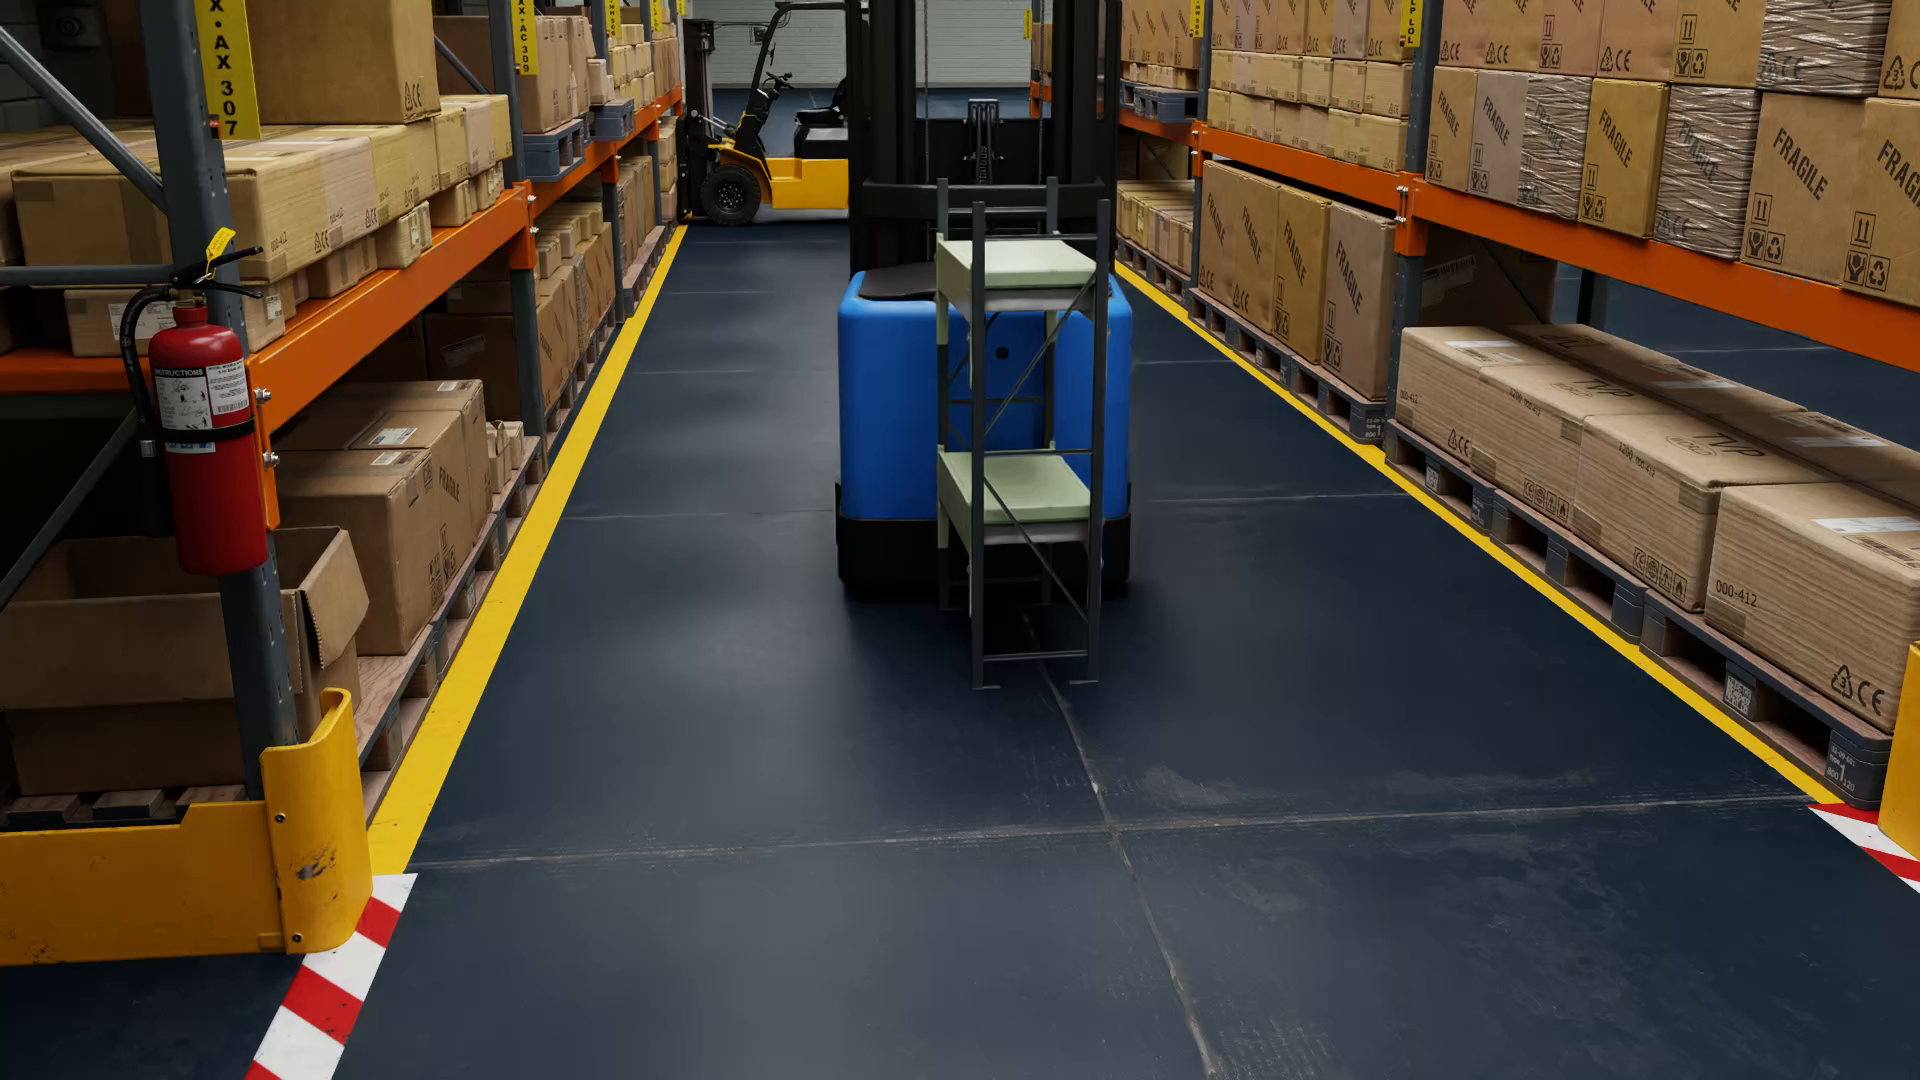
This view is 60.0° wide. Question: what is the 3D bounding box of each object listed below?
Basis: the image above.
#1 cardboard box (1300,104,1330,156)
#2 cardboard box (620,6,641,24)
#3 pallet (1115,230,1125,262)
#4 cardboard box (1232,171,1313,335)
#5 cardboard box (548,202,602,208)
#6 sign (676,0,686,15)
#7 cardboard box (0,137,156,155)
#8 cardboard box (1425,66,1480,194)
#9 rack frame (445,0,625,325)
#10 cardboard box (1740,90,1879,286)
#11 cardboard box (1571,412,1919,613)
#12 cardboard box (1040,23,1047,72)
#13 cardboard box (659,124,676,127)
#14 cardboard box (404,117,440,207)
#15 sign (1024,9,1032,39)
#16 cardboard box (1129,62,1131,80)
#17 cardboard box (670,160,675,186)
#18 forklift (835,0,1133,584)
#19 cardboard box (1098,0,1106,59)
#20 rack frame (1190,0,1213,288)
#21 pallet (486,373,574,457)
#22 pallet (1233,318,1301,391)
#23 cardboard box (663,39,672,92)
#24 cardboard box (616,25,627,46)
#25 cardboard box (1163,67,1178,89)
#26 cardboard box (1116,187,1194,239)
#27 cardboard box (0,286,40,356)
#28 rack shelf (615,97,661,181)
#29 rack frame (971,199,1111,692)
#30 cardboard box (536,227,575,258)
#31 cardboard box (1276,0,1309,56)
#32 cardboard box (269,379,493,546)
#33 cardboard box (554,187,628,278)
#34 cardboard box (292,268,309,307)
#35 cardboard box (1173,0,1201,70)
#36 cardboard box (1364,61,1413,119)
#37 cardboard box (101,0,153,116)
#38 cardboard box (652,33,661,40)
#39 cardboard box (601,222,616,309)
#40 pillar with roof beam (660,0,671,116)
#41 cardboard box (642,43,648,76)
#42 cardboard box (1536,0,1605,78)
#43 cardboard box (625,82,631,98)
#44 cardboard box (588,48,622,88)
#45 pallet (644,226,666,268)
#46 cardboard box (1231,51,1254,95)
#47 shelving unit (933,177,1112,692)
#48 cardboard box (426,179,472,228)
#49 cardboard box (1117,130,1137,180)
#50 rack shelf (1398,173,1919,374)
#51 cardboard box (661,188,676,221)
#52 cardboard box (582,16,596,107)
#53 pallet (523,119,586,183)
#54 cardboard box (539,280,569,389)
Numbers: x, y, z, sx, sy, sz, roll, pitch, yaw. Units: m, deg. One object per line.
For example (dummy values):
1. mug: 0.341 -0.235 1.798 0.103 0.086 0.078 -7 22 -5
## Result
1. cardboard box: 2.168 -2.221 8.993 0.500 0.250 0.500 -2 18 -7
2. cardboard box: -2.950 -4.696 14.881 0.380 0.149 0.250 -1 17 -5
3. pallet: 1.806 -2.685 14.877 1.003 0.211 1.213 -2 18 -6
4. cardboard box: 2.214 -1.768 10.146 0.875 0.875 0.875 -2 17 -5
5. cardboard box: -2.497 -2.079 10.680 0.380 0.149 0.250 -3 18 -8
6. sign: -3.084 -5.963 18.333 0.100 0.325 0.005 -2 18 -6
7. cardboard box: -2.338 -0.870 4.195 0.500 0.250 0.500 -2 18 -5
8. cardboard box: 2.338 -1.763 7.120 0.500 0.500 0.500 -1 17 -4
9. rack frame: -2.800 -2.901 10.910 1.000 3.000 0.127 -2 18 -6
10. cardboard box: 2.612 -1.005 4.704 0.500 0.500 0.500 -2 18 -7
11. cardboard box: 2.692 -0.116 5.615 0.875 0.438 0.875 -1 17 -4
12. cardboard box: 1.142 -5.325 17.966 0.500 0.500 0.500 -1 17 -4
13. cardboard box: -3.102 -4.069 16.851 0.500 0.250 0.500 -2 18 -7
14. cardboard box: -1.935 -1.184 5.195 0.500 0.250 0.500 -2 18 -7
15. sign: 0.772 -5.835 18.810 0.100 0.325 0.005 -2 18 -6
16. cardboard box: 1.598 -3.845 13.634 0.380 0.149 0.250 -2 18 -5
17. cardboard box: -3.009 -3.523 15.947 0.500 0.250 0.500 -2 18 -6
18. forklift: 0.093 -1.625 6.959 1.130 2.935 3.031 0 17 0
19. cardboard box: 1.488 -4.489 14.602 0.500 0.500 0.500 -1 17 -4
20. rack frame: 2.137 -3.055 11.402 1.000 3.000 0.127 -2 18 -6
21. pallet: -2.509 -0.620 8.299 1.003 0.211 1.213 -2 18 -6
22. pallet: 2.266 -1.125 9.909 1.003 0.211 1.213 -2 18 -6
23. cardboard box: -3.153 -4.737 16.590 0.500 0.500 0.500 -2 18 -5
24. cardboard box: -2.683 -3.746 12.353 0.380 0.149 0.250 -1 17 -4
25. cardboard box: 1.699 -3.378 12.146 0.380 0.149 0.250 -2 18 -6
26. cardboard box: 1.859 -2.824 14.349 0.950 0.372 0.625 -1 17 -2
27. cardboard box: -2.276 -0.488 3.643 0.380 0.149 0.250 -2 18 -6
28. rack shelf: -3.006 -3.154 12.915 1.077 0.370 4.000 -2 18 -6
29. rack frame: 0.234 -0.256 4.987 0.400 1.500 0.023 -3 18 -8
30. cardboard box: -2.388 -1.683 9.419 0.380 0.149 0.250 -3 18 -8
31. cardboard box: 2.092 -2.973 9.303 0.500 0.500 0.500 -1 17 -5
32. cardboard box: -2.100 -0.276 6.019 0.700 0.500 0.500 -2 18 -8
33. cardboard box: -2.850 -2.155 11.796 0.875 0.625 0.625 -1 17 -4
34. cardboard box: -1.869 -0.656 4.177 0.380 0.149 0.250 -2 18 -6
35. cardboard box: 1.814 -3.572 11.683 0.500 0.500 0.500 -2 18 -7
36. cardboard box: 2.262 -2.154 7.948 0.500 0.250 0.500 -2 18 -6
37. cardboard box: -2.498 -1.685 5.540 0.500 0.500 0.500 -2 18 -7
38. cardboard box: -3.018 -4.783 15.653 0.380 0.149 0.250 -1 17 -4
39. cardboard box: -2.542 -1.789 10.841 0.500 0.500 0.500 -1 17 -4
40. pillar with roof beam: -2.024 -13.407 34.359 9.100 9.000 0.400 -2 18 -6
41. cardboard box: -2.847 -3.968 13.725 0.500 0.250 0.500 -2 18 -7
42. cardboard box: 2.445 -1.935 5.998 0.500 0.500 0.500 -1 17 -5
43. cardboard box: -2.709 -3.272 12.343 0.500 0.250 0.500 -2 18 -7
44. cardboard box: -2.578 -3.208 11.305 0.500 0.250 0.500 -2 18 -6
45. pallet: -3.097 -2.544 14.428 1.003 0.211 1.213 -2 18 -6
46. cardboard box: 1.996 -2.910 10.353 0.500 0.250 0.500 -1 17 -4
47. shelving unit: 0.179 -0.364 5.332 0.431 1.500 0.755 -3 18 -8
48. cardboard box: -1.949 -1.194 5.893 0.380 0.149 0.250 -2 18 -6
49. cardboard box: 1.397 -3.661 15.969 0.500 0.500 0.500 -2 18 -6
50. rack shelf: 2.756 -0.925 5.815 1.077 0.370 4.000 -2 18 -6
51. cardboard box: -2.933 -3.136 15.546 0.500 0.250 0.500 -2 18 -5
52. cardboard box: -2.447 -2.670 9.300 0.797 0.503 0.637 -2 18 -7
53. pallet: -2.361 -1.859 7.911 1.003 0.211 1.213 -2 18 -6
54. cardboard box: -2.278 -1.026 8.411 0.500 0.500 0.500 -2 18 -6
